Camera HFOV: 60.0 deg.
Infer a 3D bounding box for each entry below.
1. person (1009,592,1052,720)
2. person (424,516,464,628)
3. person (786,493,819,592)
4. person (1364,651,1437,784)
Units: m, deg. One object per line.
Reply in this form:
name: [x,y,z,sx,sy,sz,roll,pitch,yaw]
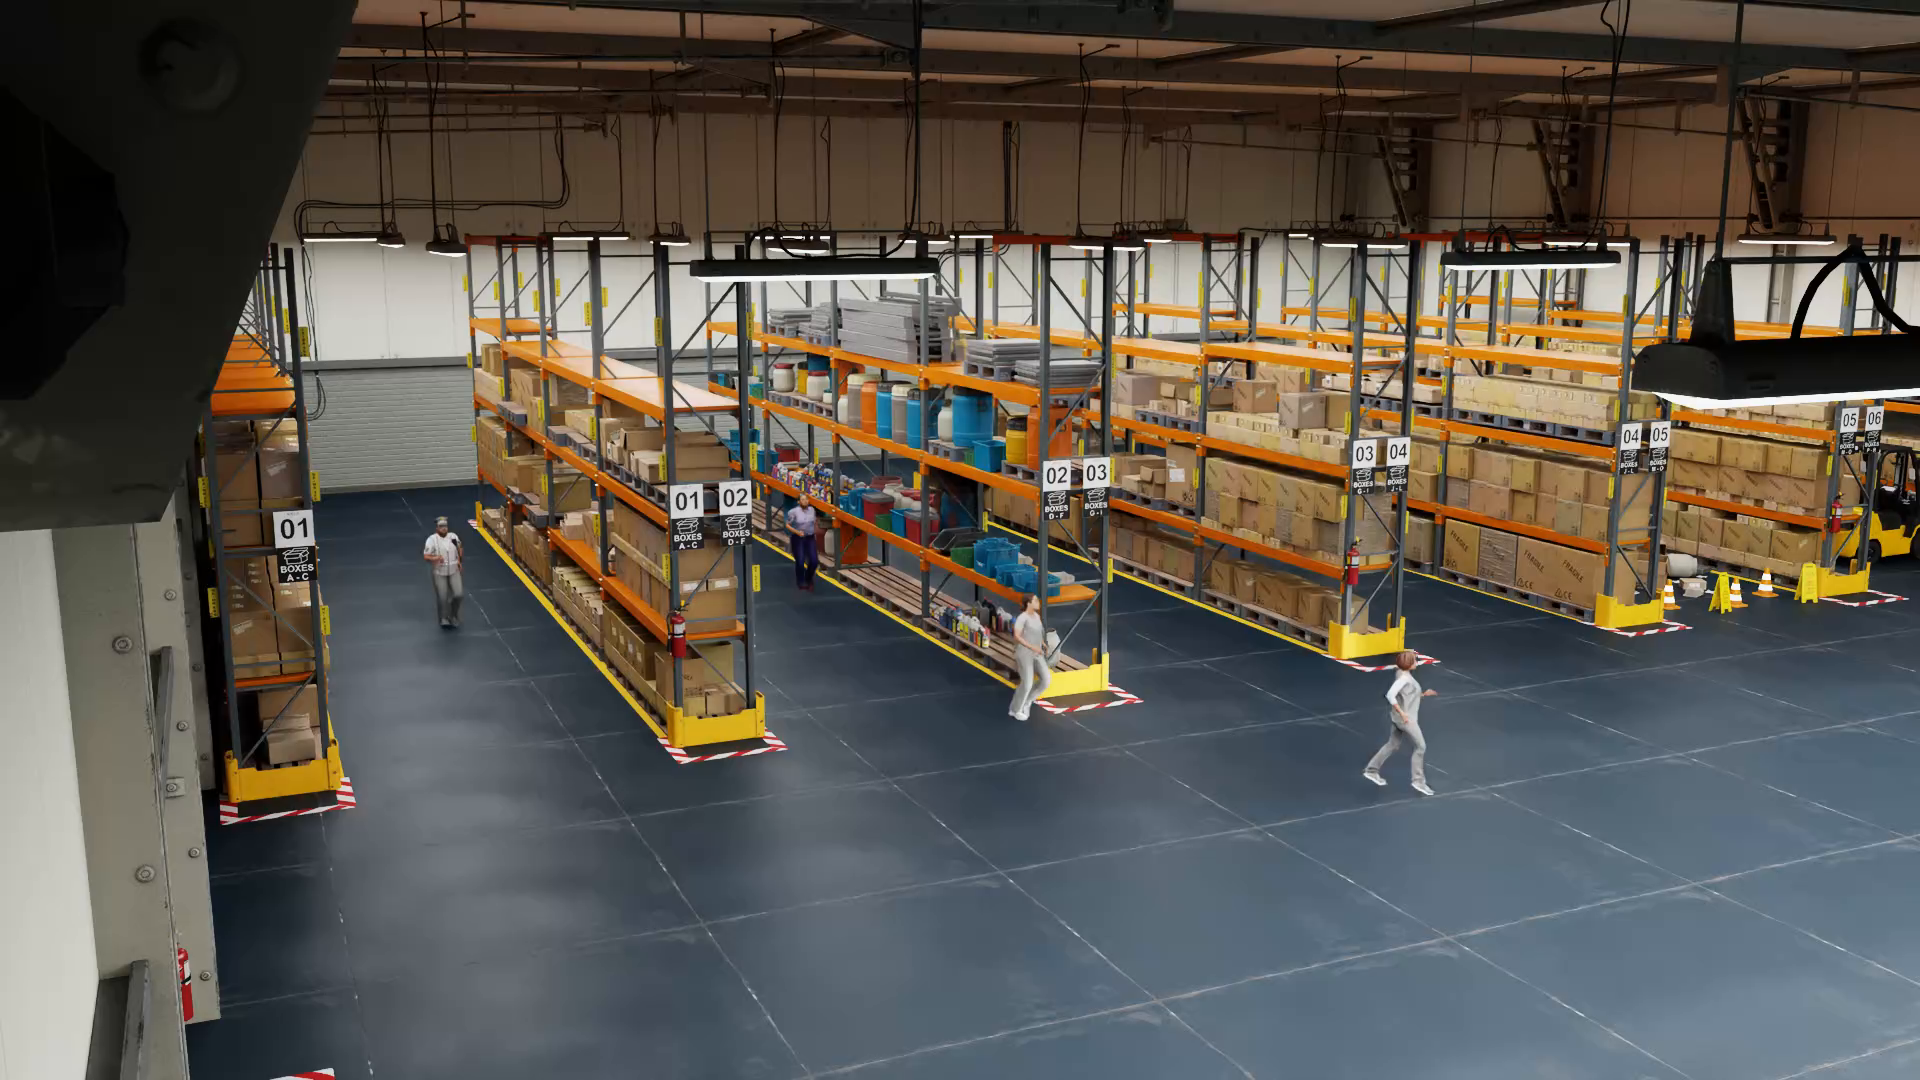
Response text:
person: [0.933,1.474,21.254,0.539,1.631,0.637,9,14,38]
person: [-7.977,0.520,25.869,0.644,1.796,0.660,-7,13,-31]
person: [-2.548,0.062,27.249,0.603,1.661,0.573,-5,12,-24]
person: [4.896,1.952,18.430,0.743,1.495,0.516,0,11,2]
